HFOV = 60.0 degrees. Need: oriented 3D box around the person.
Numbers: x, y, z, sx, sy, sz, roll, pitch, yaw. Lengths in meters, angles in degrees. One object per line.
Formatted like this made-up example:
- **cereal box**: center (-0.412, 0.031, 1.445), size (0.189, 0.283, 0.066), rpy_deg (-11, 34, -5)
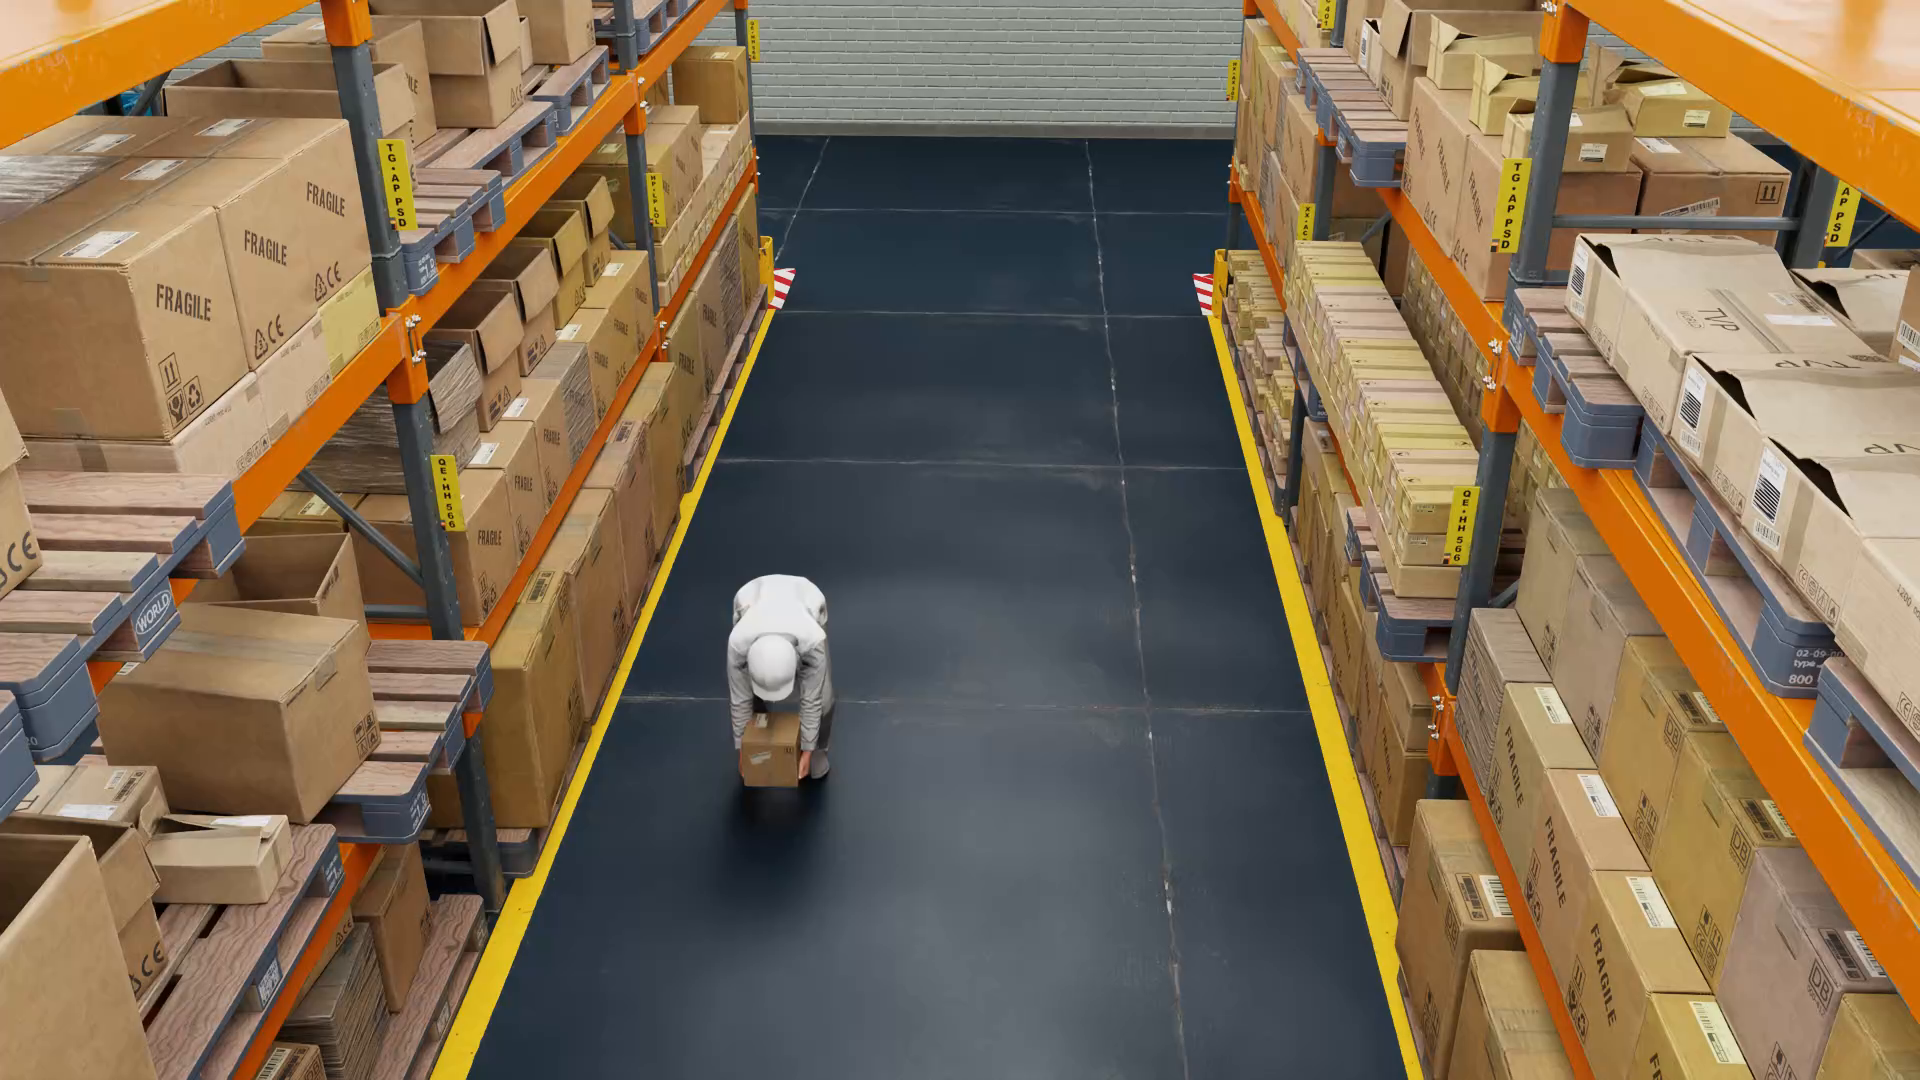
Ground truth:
- **person**: center (-0.856, 0.742, 7.938), size (0.506, 1.071, 0.996), rpy_deg (0, 28, 0)
